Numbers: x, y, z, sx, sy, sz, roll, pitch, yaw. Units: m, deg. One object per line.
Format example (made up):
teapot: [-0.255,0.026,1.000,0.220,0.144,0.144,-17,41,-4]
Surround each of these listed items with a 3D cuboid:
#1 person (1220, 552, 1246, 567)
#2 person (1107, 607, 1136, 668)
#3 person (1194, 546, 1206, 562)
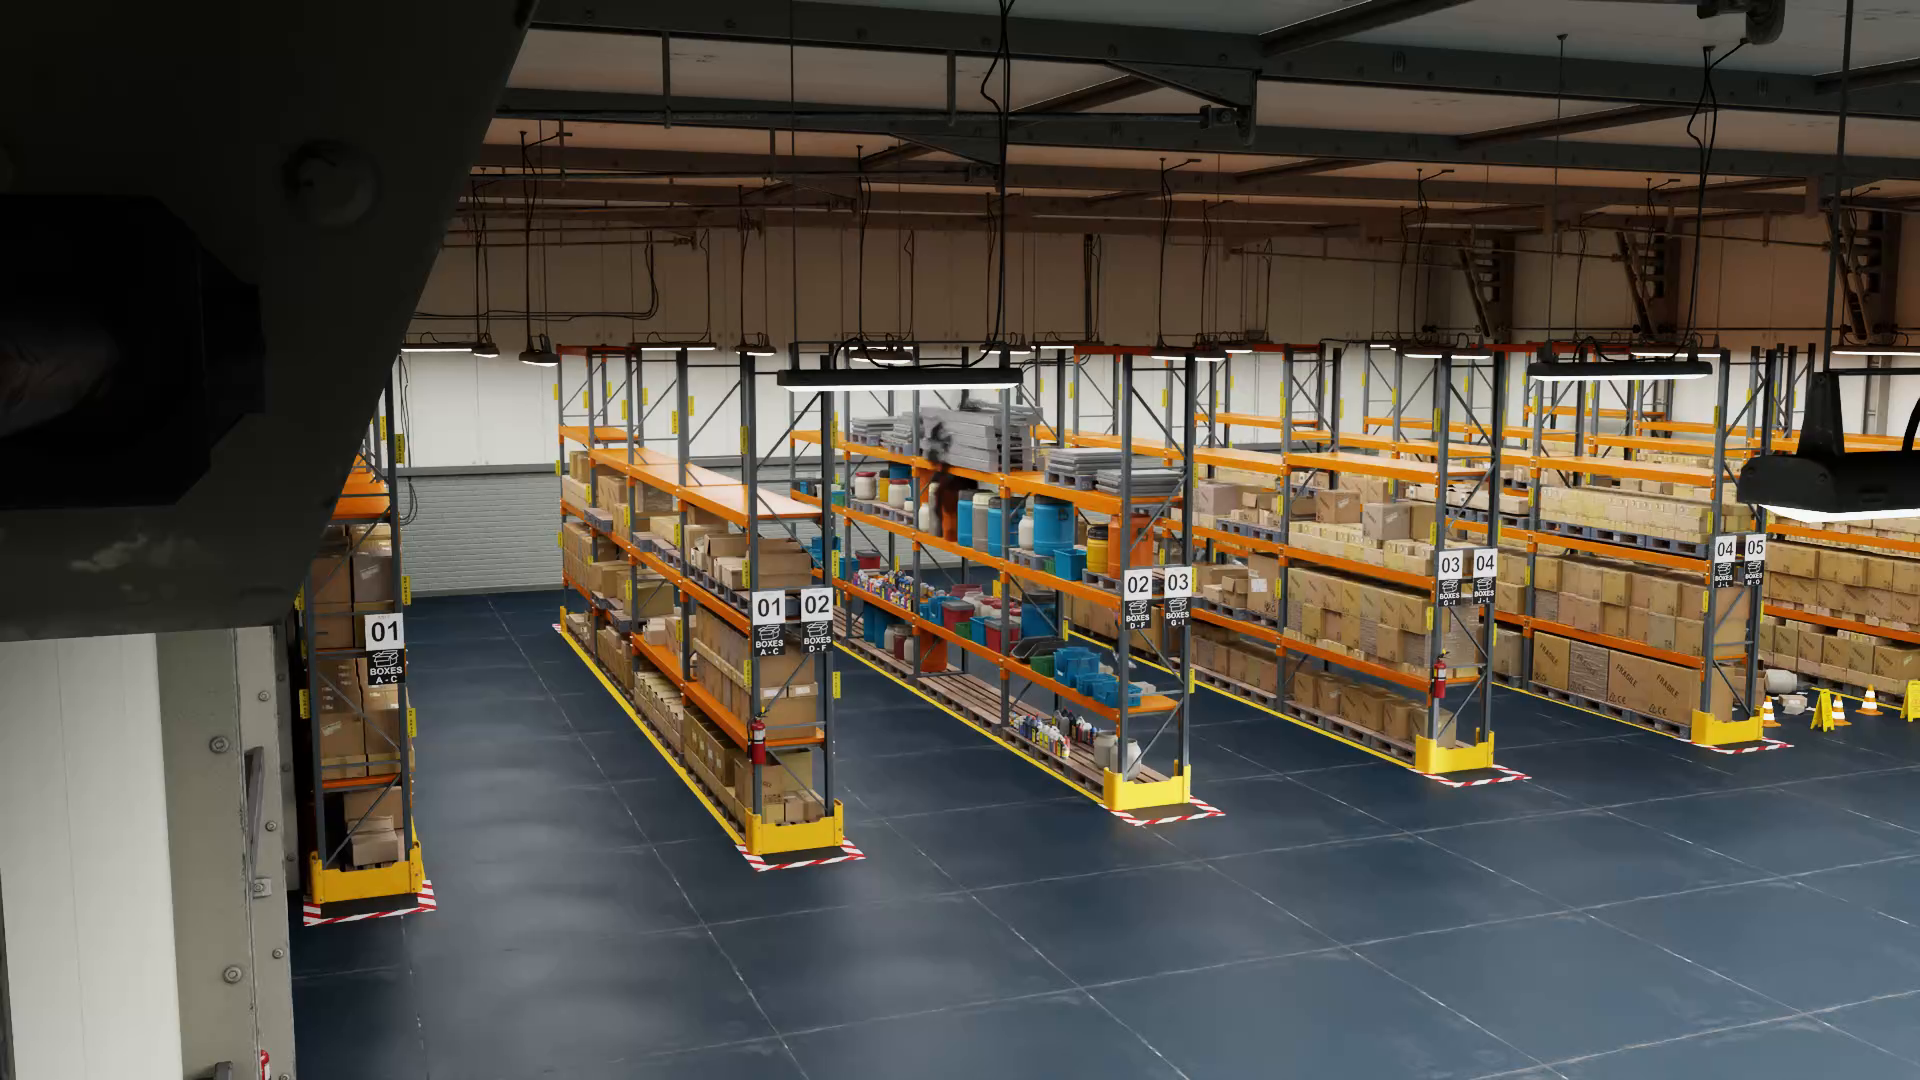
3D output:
person: [6.718,0.186,41.552,0.887,1.740,0.718,5,9,33]
person: [2.946,1.464,29.768,0.543,1.596,0.790,-4,8,-29]
person: [6.025,0.250,41.661,0.662,1.639,0.514,-4,8,-28]
